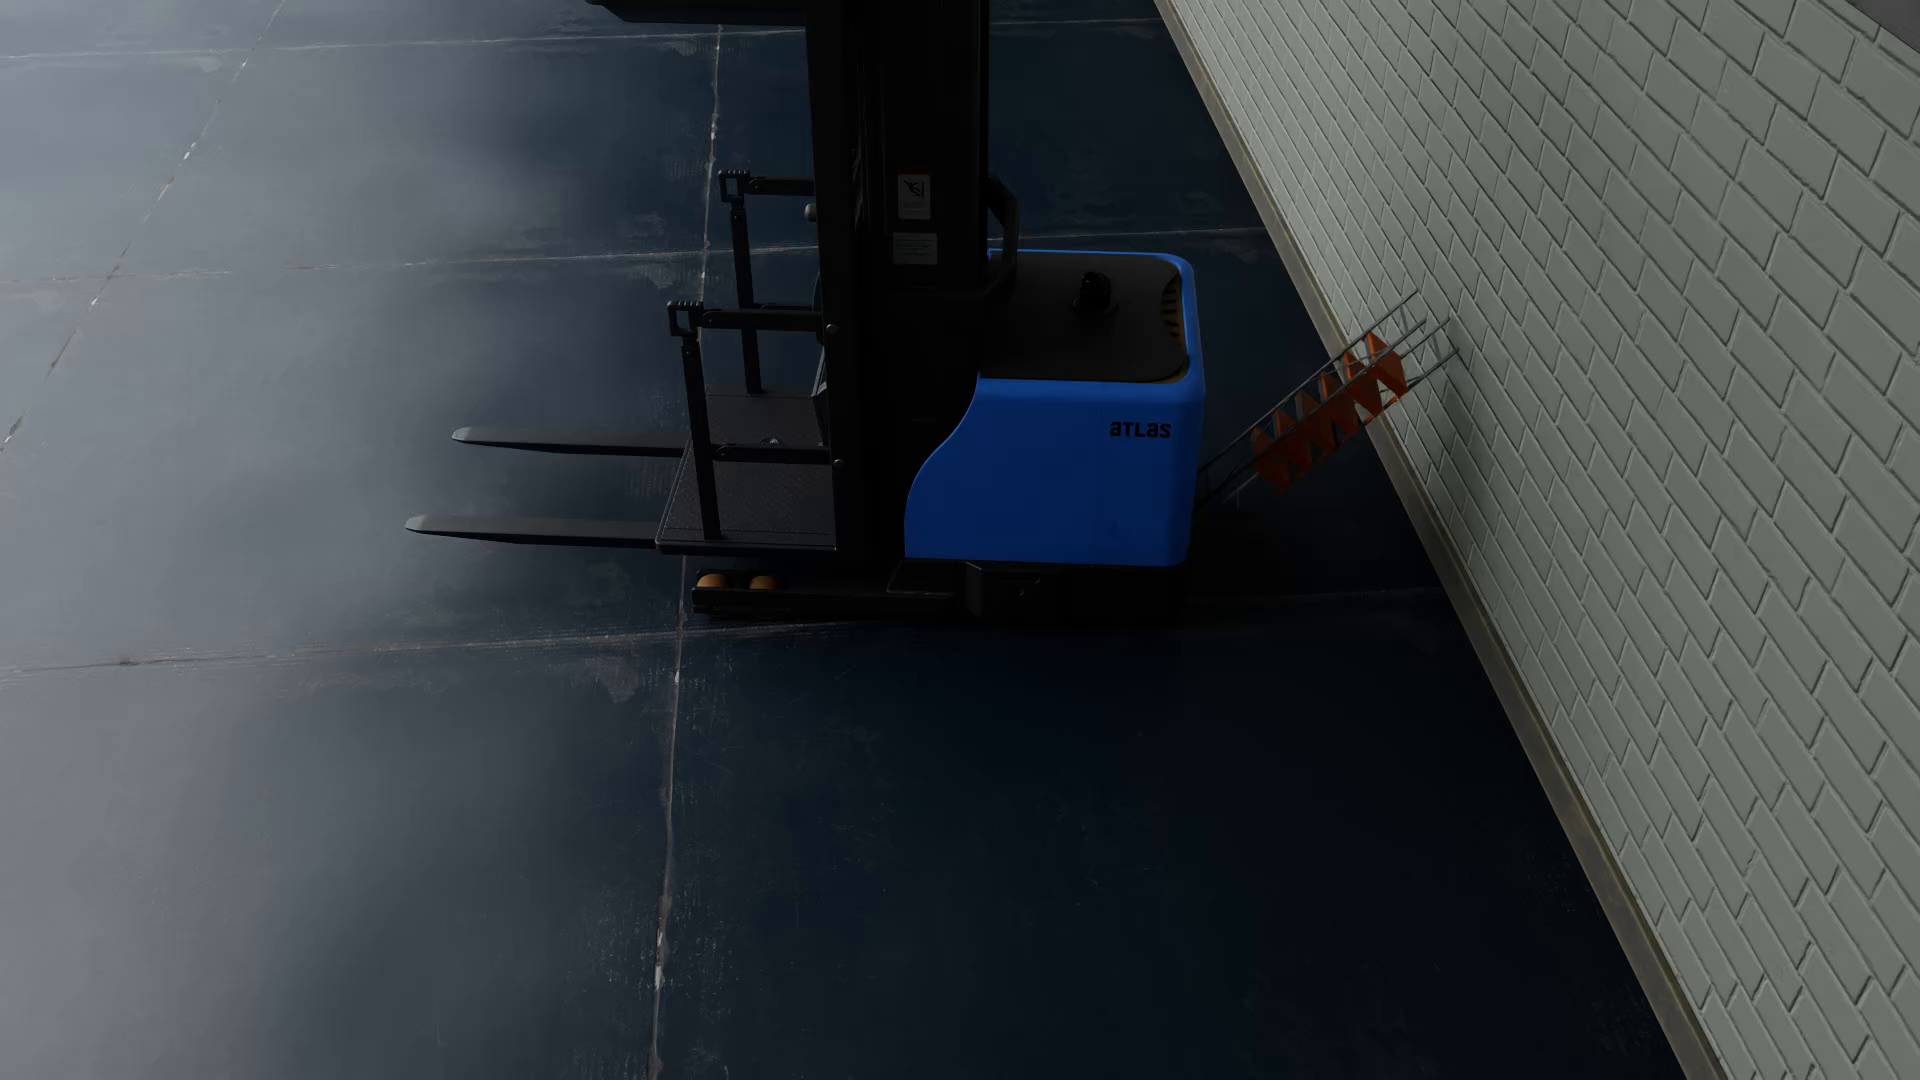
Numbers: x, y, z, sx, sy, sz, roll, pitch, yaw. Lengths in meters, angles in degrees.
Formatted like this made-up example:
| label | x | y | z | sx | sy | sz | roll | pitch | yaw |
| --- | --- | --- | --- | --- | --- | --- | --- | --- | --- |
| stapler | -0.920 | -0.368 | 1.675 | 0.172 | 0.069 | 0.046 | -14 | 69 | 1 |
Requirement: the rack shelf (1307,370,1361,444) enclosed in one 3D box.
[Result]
| label | x | y | z | sx | sy | sz | roll | pitch | yaw |
| --- | --- | --- | --- | --- | --- | --- | --- | --- | --- |
| rack shelf | 1.449 | -0.525 | 6.476 | 0.180 | 0.103 | 0.258 | 35 | 33 | -20 |

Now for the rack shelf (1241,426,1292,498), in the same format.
| label | x | y | z | sx | sy | sz | roll | pitch | yaw |
| --- | --- | --- | --- | --- | --- | --- | --- | --- | --- |
| rack shelf | 1.220 | -0.318 | 6.662 | 0.180 | 0.103 | 0.258 | 35 | 33 | -20 |

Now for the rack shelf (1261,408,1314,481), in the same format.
| label | x | y | z | sx | sy | sz | roll | pitch | yaw |
| --- | --- | --- | --- | --- | --- | --- | --- | --- | --- |
| rack shelf | 1.296 | -0.387 | 6.600 | 0.180 | 0.103 | 0.258 | 35 | 33 | -20 |

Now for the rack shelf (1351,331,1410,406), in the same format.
| label | x | y | z | sx | sy | sz | roll | pitch | yaw |
| --- | --- | --- | --- | --- | --- | --- | --- | --- | --- |
| rack shelf | 1.602 | -0.662 | 6.352 | 0.180 | 0.103 | 0.258 | 35 | 33 | -20 |

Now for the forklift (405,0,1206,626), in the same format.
| label | x | y | z | sx | sy | sz | roll | pitch | yaw |
| --- | --- | --- | --- | --- | --- | --- | --- | --- | --- |
| forklift | -0.626 | -1.174 | 5.871 | 3.031 | 2.935 | 1.130 | 2 | 38 | 3 |

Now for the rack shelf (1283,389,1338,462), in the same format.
| label | x | y | z | sx | sy | sz | roll | pitch | yaw |
| --- | --- | --- | --- | --- | --- | --- | --- | --- | --- |
| rack shelf | 1.373 | -0.456 | 6.538 | 0.180 | 0.103 | 0.258 | 35 | 33 | -20 |

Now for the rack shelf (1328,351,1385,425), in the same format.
| label | x | y | z | sx | sy | sz | roll | pitch | yaw |
| --- | --- | --- | --- | --- | --- | --- | --- | --- | --- |
| rack shelf | 1.526 | -0.593 | 6.414 | 0.180 | 0.103 | 0.258 | 35 | 33 | -20 |

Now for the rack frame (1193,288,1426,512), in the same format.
| label | x | y | z | sx | sy | sz | roll | pitch | yaw |
| --- | --- | --- | --- | --- | --- | --- | --- | --- | --- |
| rack frame | 1.331 | -0.531 | 6.483 | 0.006 | 1.200 | 0.240 | 35 | 33 | -20 |

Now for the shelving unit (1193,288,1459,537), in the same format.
| label | x | y | z | sx | sy | sz | roll | pitch | yaw |
| --- | --- | --- | --- | --- | --- | --- | --- | --- | --- |
| shelving unit | 1.401 | -0.481 | 6.515 | 0.189 | 1.200 | 0.258 | 35 | 33 | -20 |

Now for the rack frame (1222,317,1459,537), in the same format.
| label | x | y | z | sx | sy | sz | roll | pitch | yaw |
| --- | --- | --- | --- | --- | --- | --- | --- | --- | --- |
| rack frame | 1.471 | -0.432 | 6.547 | 0.006 | 1.200 | 0.240 | 35 | 33 | -20 |
